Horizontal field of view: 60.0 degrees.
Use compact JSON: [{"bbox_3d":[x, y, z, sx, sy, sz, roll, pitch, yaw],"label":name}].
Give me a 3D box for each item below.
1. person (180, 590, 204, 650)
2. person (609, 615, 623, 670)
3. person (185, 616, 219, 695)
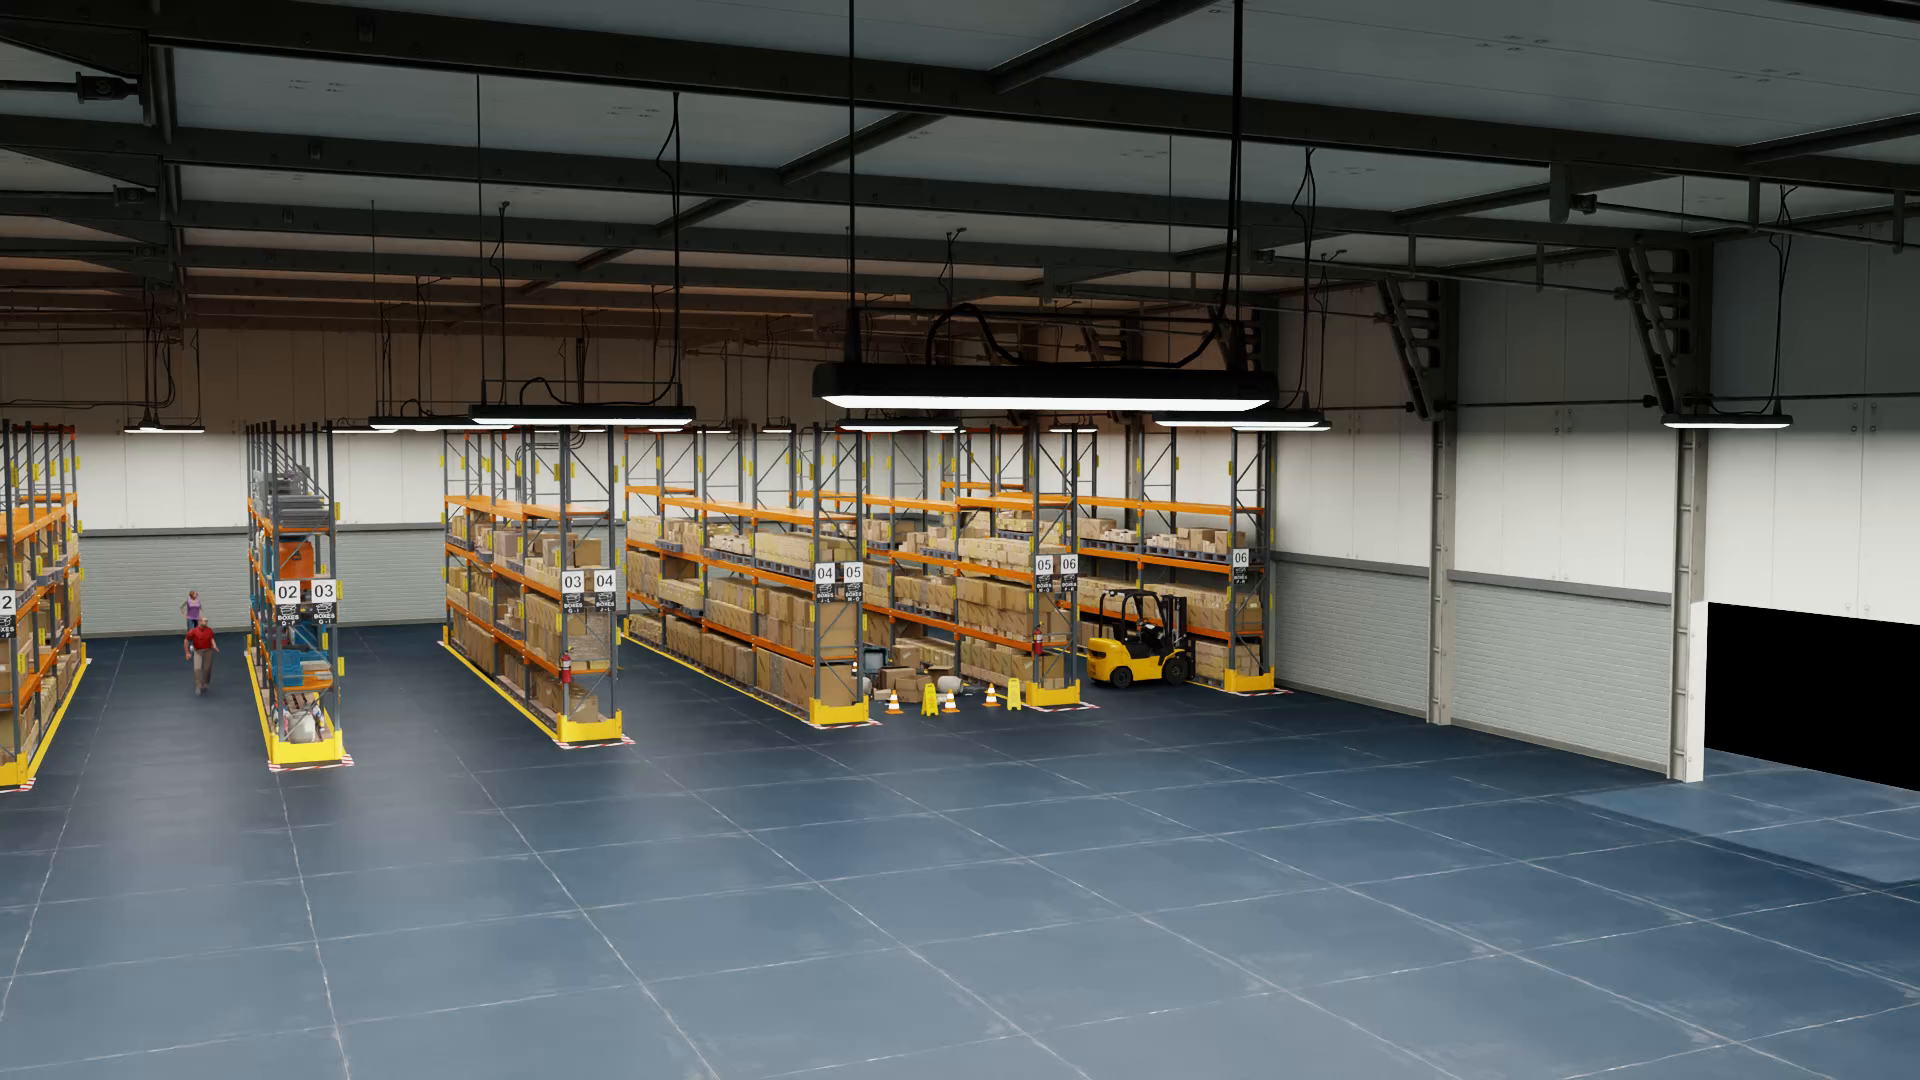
[{"bbox_3d":[-20.671,2.137,44.772,0.572,1.594,0.805,-2,4,-27],"label":"person"},{"bbox_3d":[-8.561,2.286,40.899,0.502,1.767,0.599,-1,4,-17],"label":"person"},{"bbox_3d":[-16.958,2.578,37.201,0.698,1.740,0.936,-2,4,-24],"label":"person"}]
